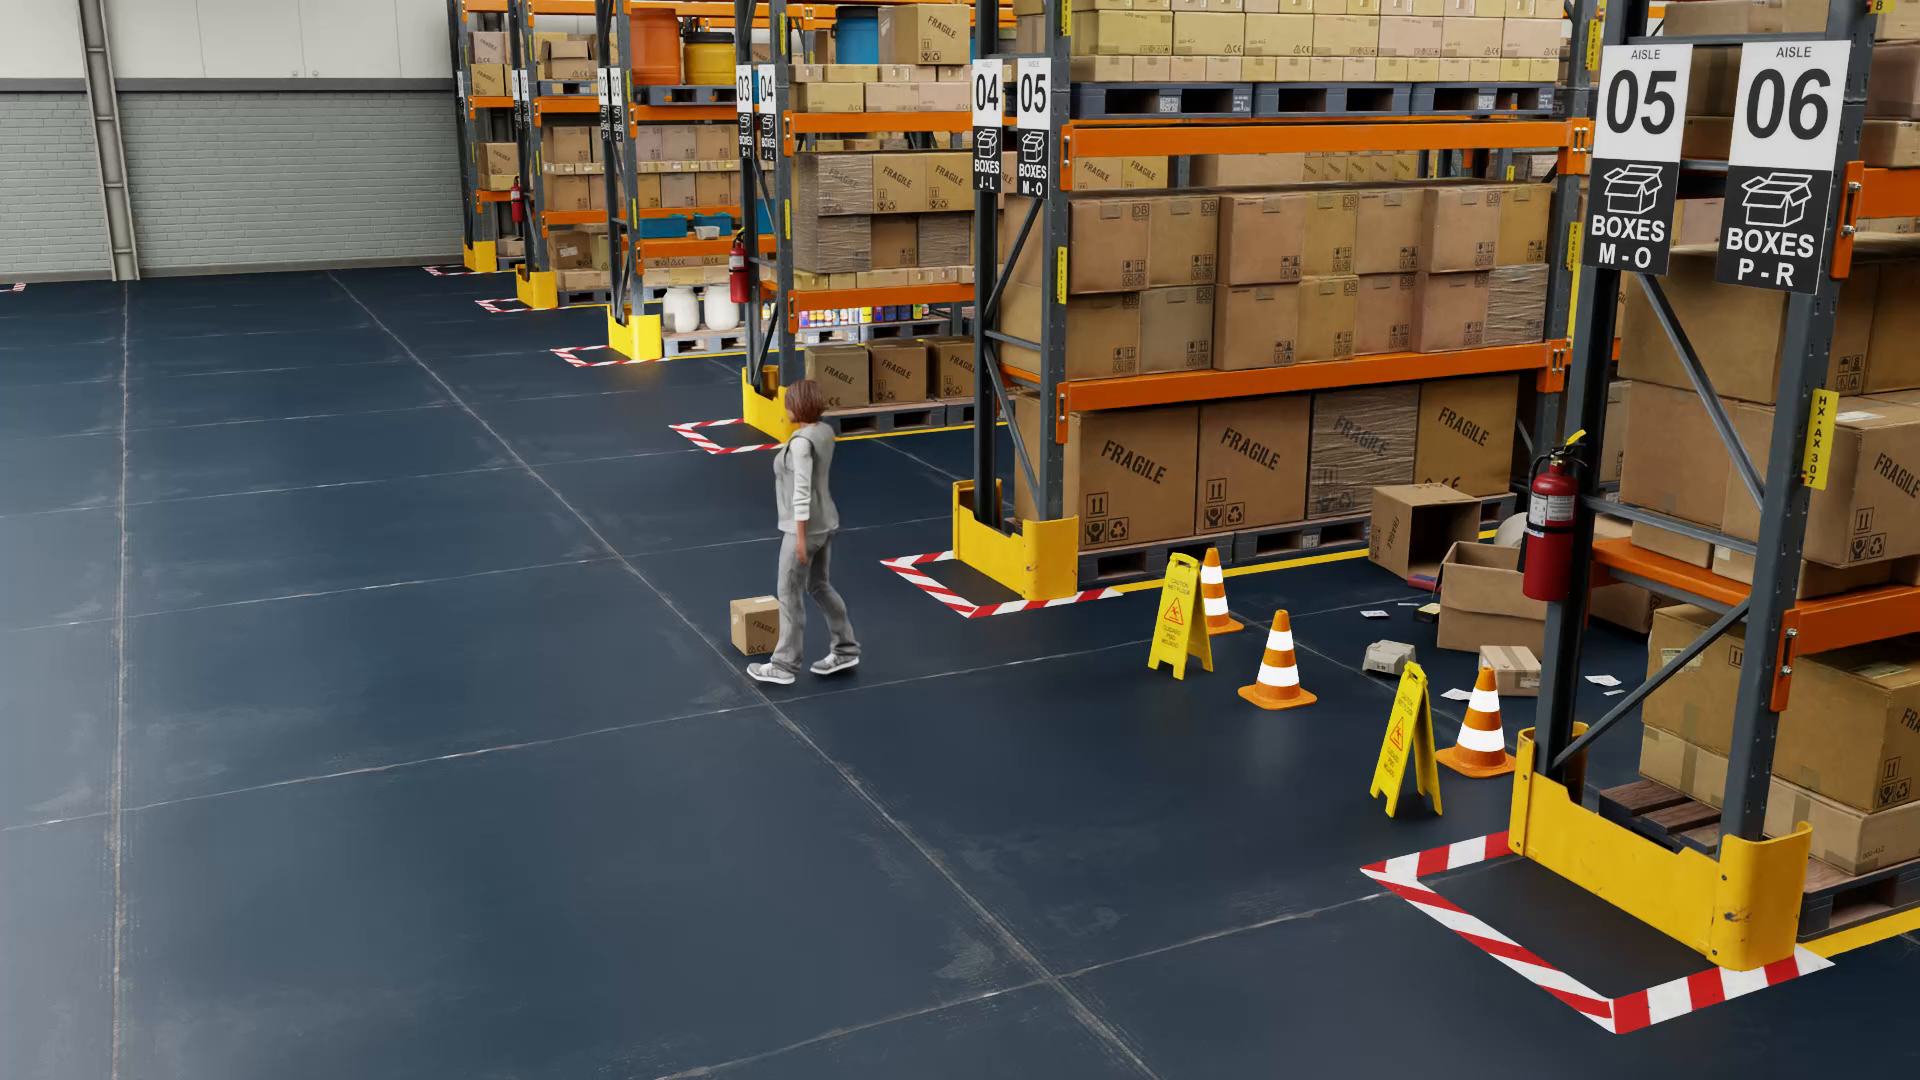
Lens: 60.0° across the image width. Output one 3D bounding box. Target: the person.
[{"bbox_3d":[-0.827,-0.047,8.655,0.547,1.593,0.411,4,16,14],"label":"person"}]
